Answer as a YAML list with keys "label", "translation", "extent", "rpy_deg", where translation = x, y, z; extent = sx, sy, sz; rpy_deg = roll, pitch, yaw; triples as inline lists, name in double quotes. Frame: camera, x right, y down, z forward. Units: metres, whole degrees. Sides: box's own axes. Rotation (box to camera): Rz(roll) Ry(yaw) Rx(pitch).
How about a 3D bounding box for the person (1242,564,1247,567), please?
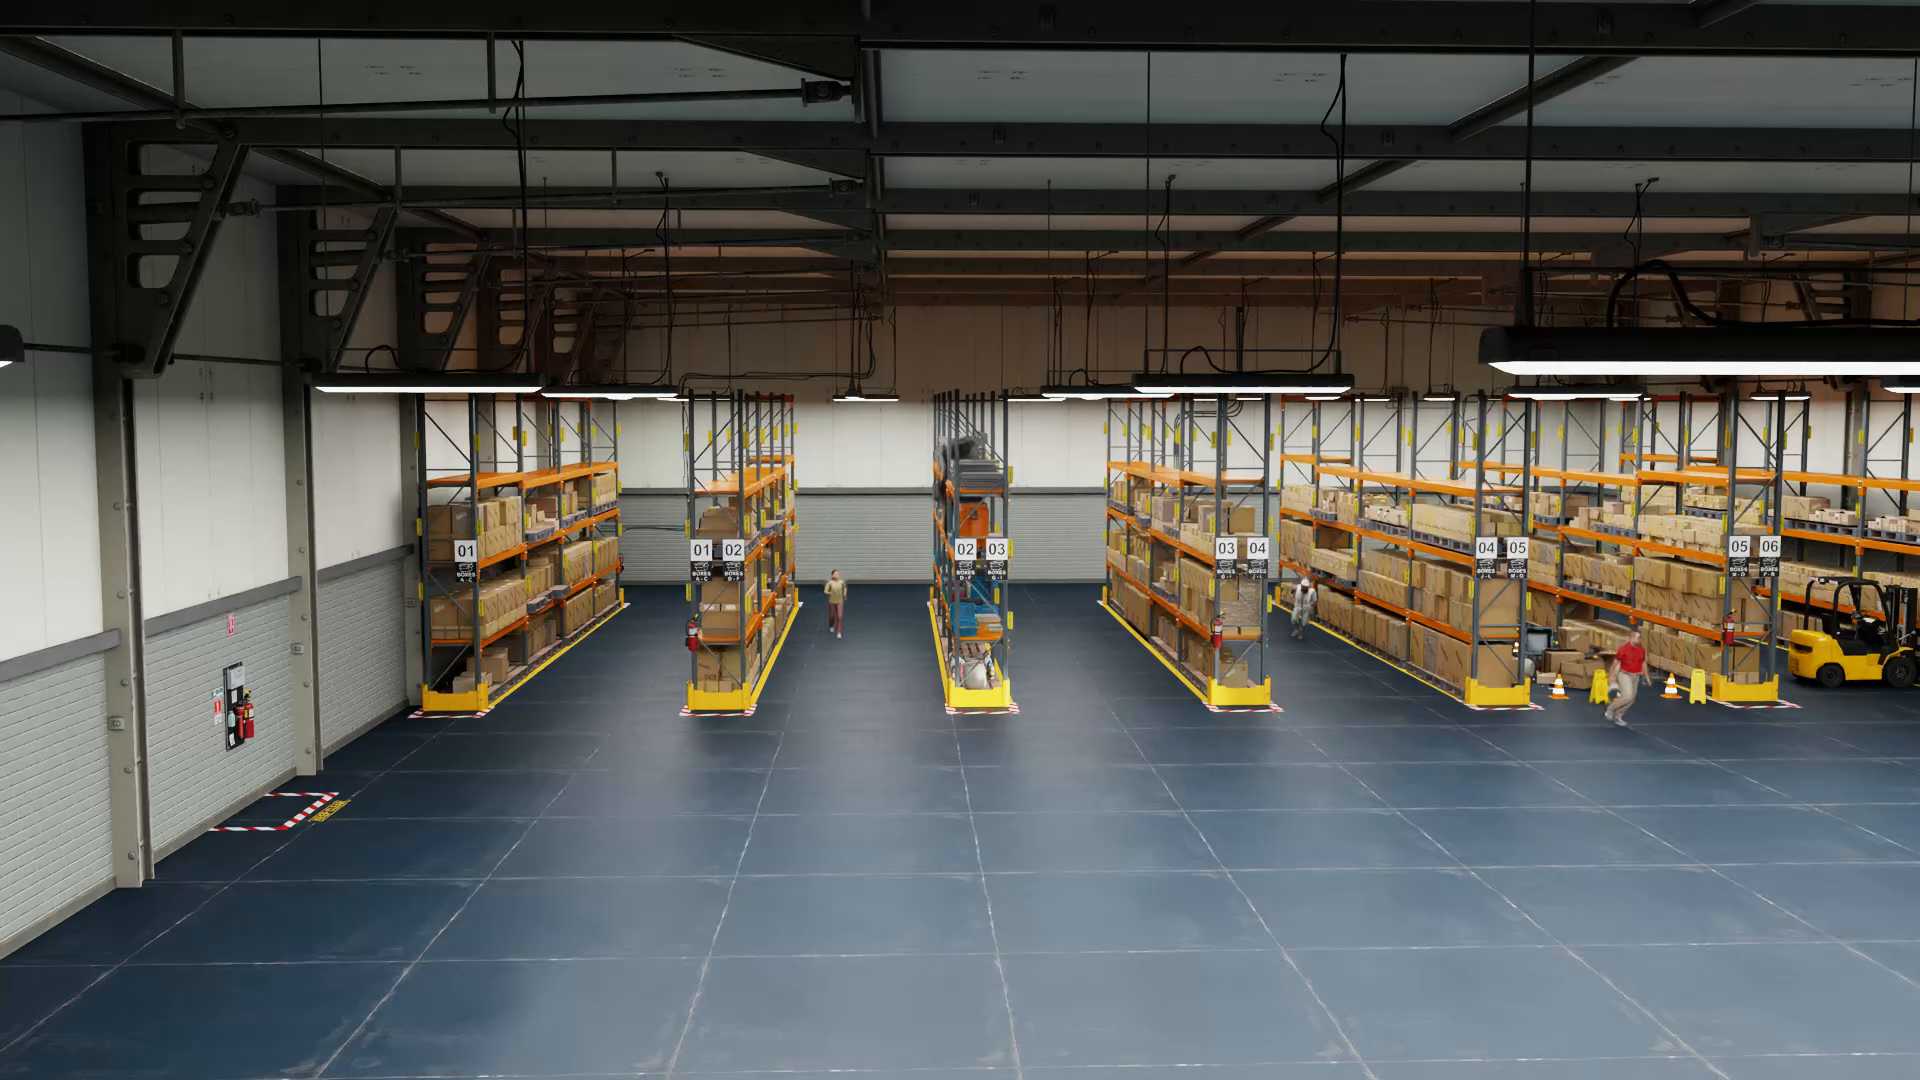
- label: "person"
  translation: [7.457, 1.220, 44.452]
  extent: [0.633, 1.825, 0.831]
  rpy_deg: [0, 5, -1]

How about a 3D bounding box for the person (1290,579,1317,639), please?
- label: "person"
  translation: [8.265, 1.672, 40.107]
  extent: [0.721, 1.535, 0.995]
  rpy_deg: [2, 5, 20]

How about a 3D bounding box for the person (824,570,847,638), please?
- label: "person"
  translation: [-3.049, 1.548, 40.890]
  extent: [0.580, 1.640, 0.946]
  rpy_deg: [-1, 5, -11]

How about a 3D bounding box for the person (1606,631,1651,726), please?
- label: "person"
  translation: [11.904, 2.465, 29.646]
  extent: [0.665, 1.708, 0.586]
  rpy_deg: [-2, 5, -26]
